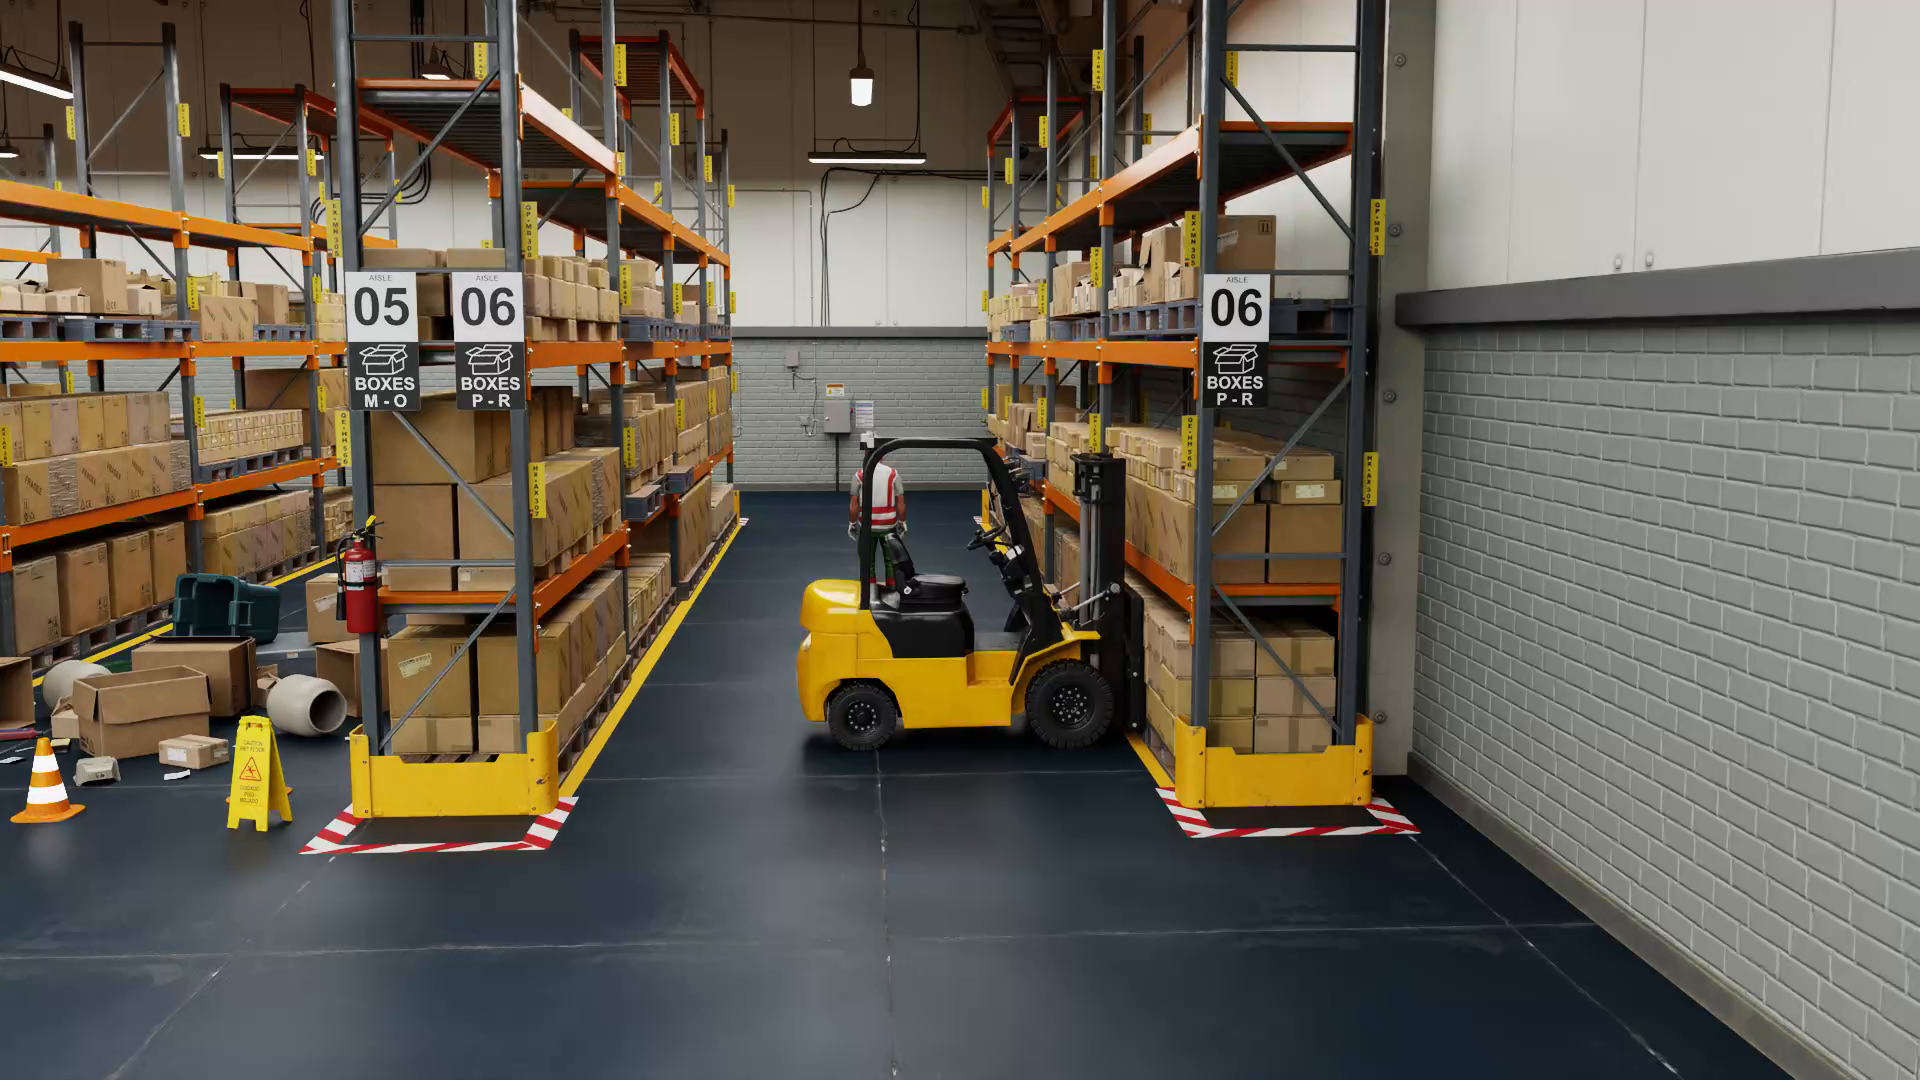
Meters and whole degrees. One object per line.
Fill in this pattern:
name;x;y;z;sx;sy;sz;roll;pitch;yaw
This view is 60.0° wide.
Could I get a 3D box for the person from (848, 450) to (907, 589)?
person;-0.857;-0.141;17.369;0.620;1.779;0.454;-1;7;-5
